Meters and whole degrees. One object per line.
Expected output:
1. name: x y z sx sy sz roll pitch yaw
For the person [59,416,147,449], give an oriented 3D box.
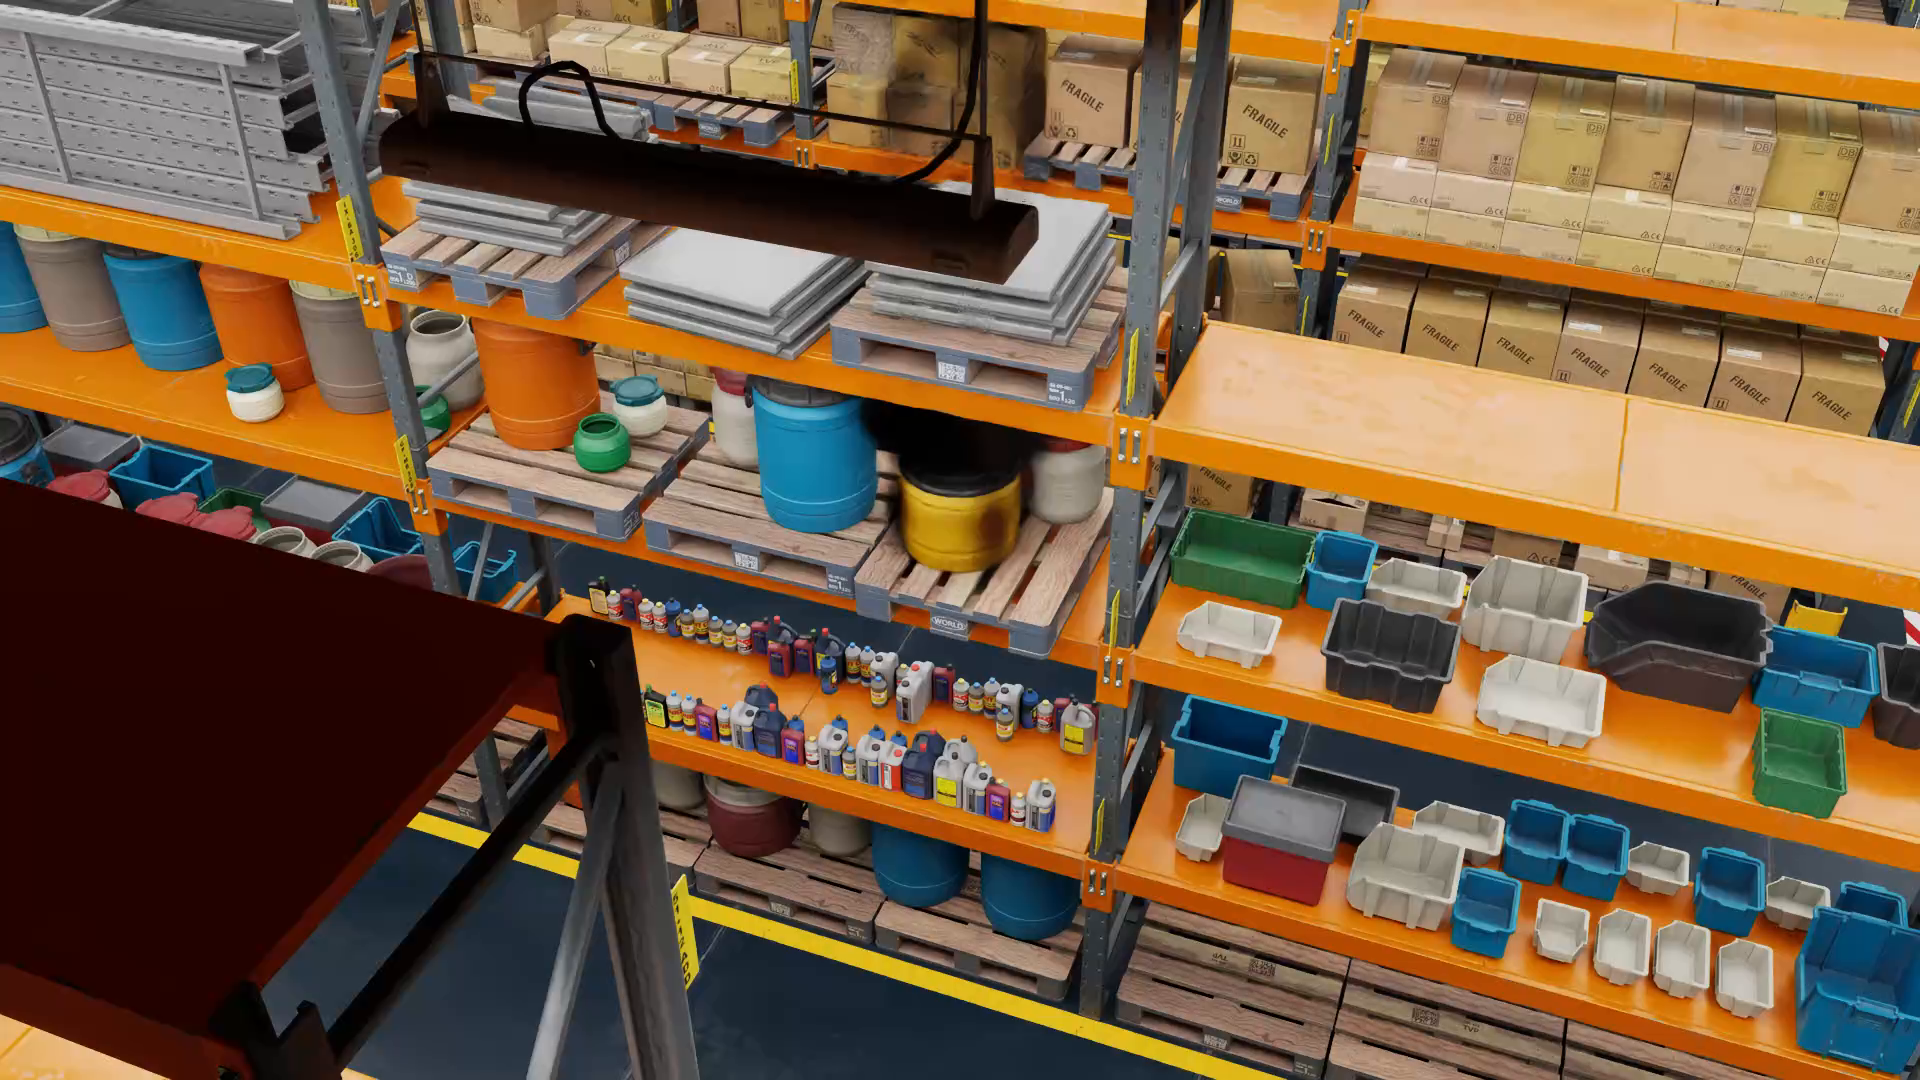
1. person: -6.598 -0.753 12.983 0.795 1.737 0.527 -25 43 -29
